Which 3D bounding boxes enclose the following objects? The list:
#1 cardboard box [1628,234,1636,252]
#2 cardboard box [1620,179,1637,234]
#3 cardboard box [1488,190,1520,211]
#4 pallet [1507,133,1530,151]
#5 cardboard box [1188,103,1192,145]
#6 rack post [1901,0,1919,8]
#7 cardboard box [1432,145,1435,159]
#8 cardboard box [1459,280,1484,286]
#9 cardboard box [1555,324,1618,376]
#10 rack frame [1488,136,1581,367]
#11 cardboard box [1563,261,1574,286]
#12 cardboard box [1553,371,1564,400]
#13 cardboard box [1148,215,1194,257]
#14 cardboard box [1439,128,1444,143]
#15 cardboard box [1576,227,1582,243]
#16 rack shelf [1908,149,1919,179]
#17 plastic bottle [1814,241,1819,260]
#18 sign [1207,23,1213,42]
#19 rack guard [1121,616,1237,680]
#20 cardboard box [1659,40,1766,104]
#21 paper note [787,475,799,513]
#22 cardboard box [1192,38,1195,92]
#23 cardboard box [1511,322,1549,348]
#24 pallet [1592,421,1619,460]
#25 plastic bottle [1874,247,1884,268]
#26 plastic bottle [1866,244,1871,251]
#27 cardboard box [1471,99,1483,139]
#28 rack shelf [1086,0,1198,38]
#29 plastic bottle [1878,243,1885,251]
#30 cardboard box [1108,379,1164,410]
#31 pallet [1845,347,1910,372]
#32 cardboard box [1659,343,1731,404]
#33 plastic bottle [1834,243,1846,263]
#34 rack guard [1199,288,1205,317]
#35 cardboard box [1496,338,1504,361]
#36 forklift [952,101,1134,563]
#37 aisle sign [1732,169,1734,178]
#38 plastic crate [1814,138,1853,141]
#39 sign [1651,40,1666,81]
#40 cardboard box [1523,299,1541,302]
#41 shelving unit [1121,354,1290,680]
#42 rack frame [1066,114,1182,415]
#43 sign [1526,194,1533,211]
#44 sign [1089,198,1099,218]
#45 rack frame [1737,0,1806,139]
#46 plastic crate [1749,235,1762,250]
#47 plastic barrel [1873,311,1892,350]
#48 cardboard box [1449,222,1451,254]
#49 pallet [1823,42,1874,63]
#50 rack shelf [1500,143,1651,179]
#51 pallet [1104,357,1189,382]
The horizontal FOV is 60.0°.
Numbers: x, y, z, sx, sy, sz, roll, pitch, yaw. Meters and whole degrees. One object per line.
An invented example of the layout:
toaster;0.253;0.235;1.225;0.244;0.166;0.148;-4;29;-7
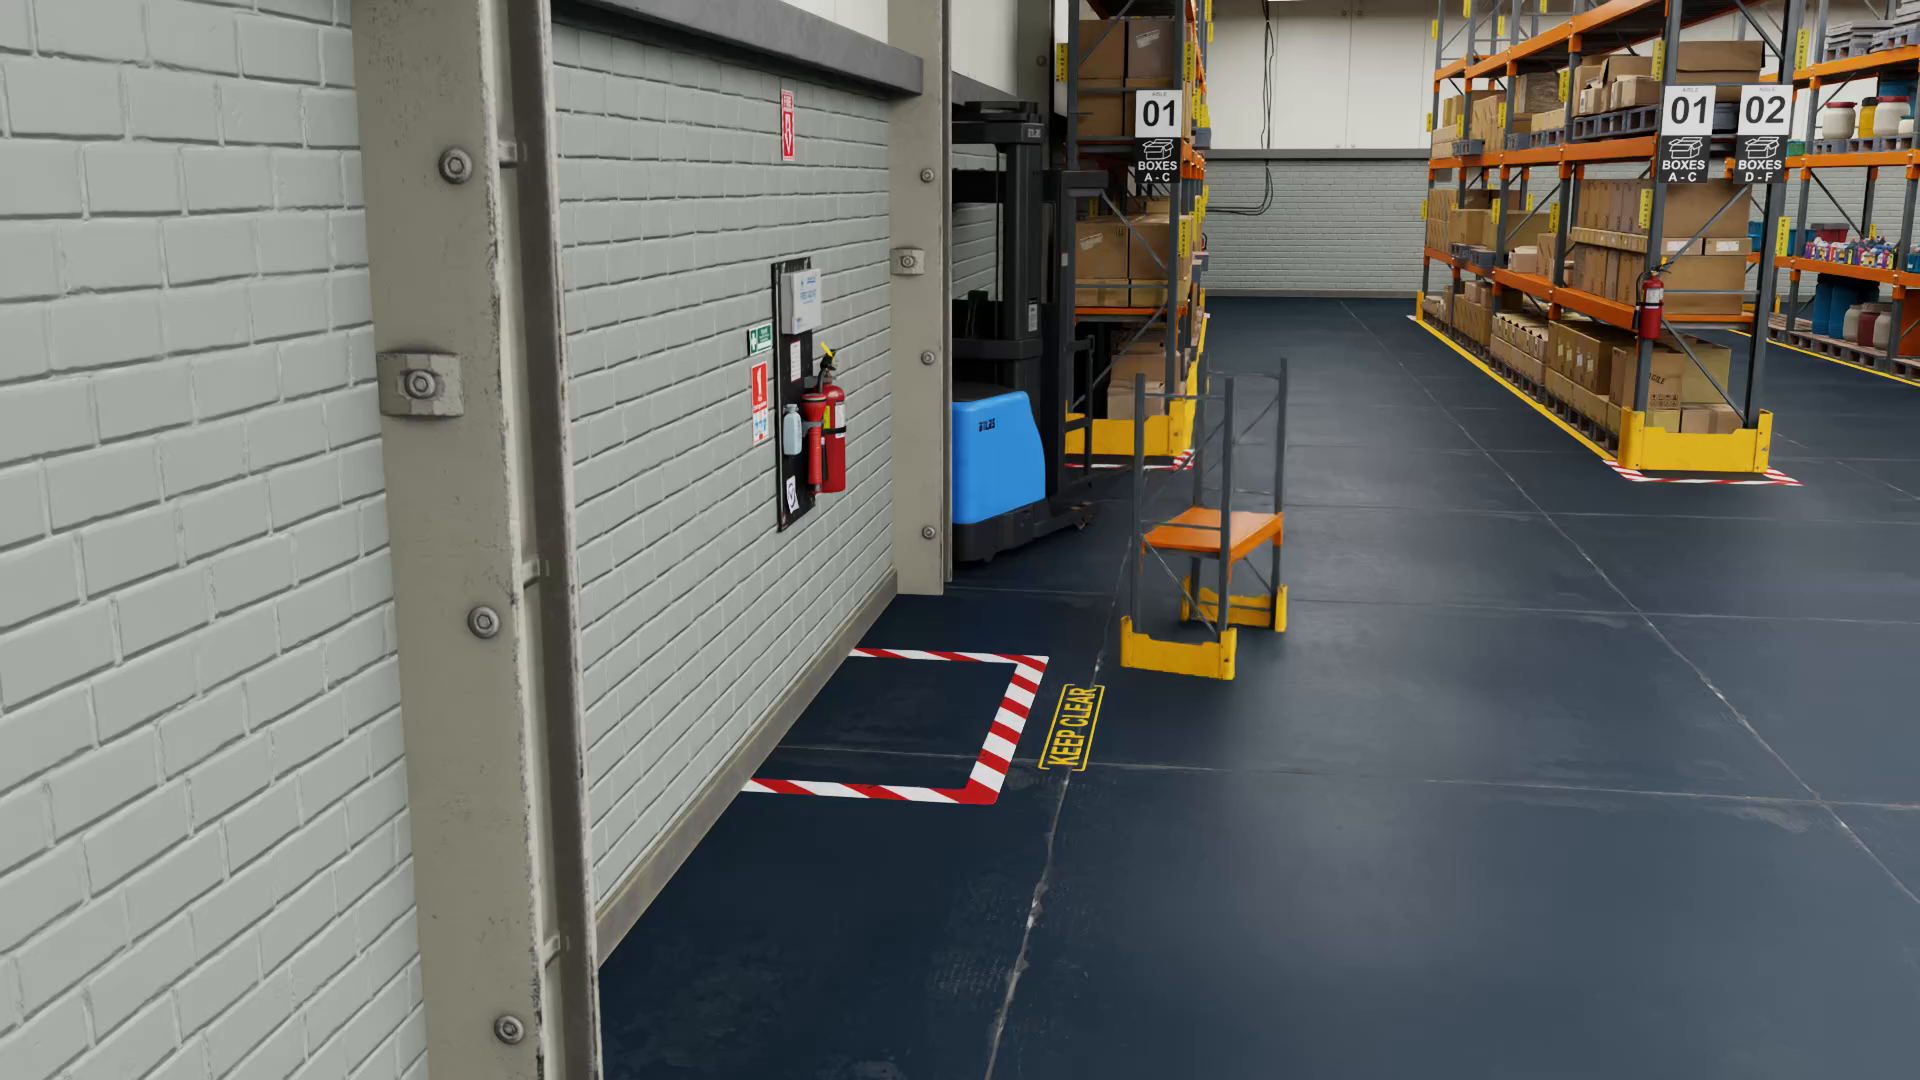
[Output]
cardboard box;6.323;-2.709;15.169;0.380;0.149;0.250;2;12;9
cardboard box;6.579;-3.103;15.456;0.700;0.500;0.500;2;12;9
cardboard box;8.530;-5.222;25.995;0.500;0.500;0.500;2;12;10
pallet;7.548;-4.993;20.869;1.213;0.211;1.003;2;12;11
cardboard box;2.220;-4.501;17.856;0.500;0.500;0.500;2;12;10
rack post;12.481;-6.952;21.167;0.624;0.289;0.986;2;12;9
cardboard box;8.464;-6.723;28.804;0.500;0.250;0.500;2;12;9
cardboard box;8.954;-4.300;29.217;0.500;0.500;0.500;2;12;9
cardboard box;6.499;-1.967;17.252;0.500;0.500;0.500;2;12;9
rack frame;7.564;-3.763;21.834;1.000;3.000;0.127;2;12;9
cardboard box;6.982;-2.961;18.469;0.500;0.250;0.500;3;12;12
cardboard box;6.496;-1.601;17.332;0.500;0.250;0.500;2;12;9
cardboard box;2.287;-3.285;18.143;0.500;0.500;0.500;2;12;9
cardboard box;8.304;-6.759;27.786;0.500;0.250;0.500;2;12;9
cardboard box;6.678;-3.194;17.419;0.380;0.149;0.250;2;12;9
rack shelf;12.151;-4.300;18.914;1.077;0.370;4.000;2;12;9
plastic bottle;12.560;-4.236;24.336;0.097;0.271;0.097;0;12;0
sign;4.433;-8.996;29.469;0.100;0.325;0.005;2;12;9
rack guard;1.098;0.543;8.382;0.587;0.250;0.087;6;13;25
cardboard box;6.426;-4.008;14.276;0.797;0.503;0.637;3;12;13
paper note;-0.744;-0.204;7.410;0.016;0.148;0.142;2;12;9
cardboard box;2.101;-4.767;16.716;0.500;0.500;0.500;1;12;7
cardboard box;6.962;-2.476;20.061;0.500;0.311;0.500;2;12;8
pallet;6.410;-0.895;15.146;1.003;0.211;1.213;2;12;9
plastic bottle;12.200;-3.749;22.074;0.097;0.271;0.097;0;12;0
plastic bottle;12.445;-3.914;22.814;0.061;0.283;0.133;2;12;9
cardboard box;8.029;-6.263;24.841;0.600;0.600;0.600;1;12;3
rack shelf;1.746;-5.253;16.224;1.077;0.370;4.000;2;12;9
plastic bottle;13.052;-4.070;23.565;0.097;0.271;0.097;0;12;0
cardboard box;1.722;-1.418;16.290;0.500;0.311;0.500;3;13;13
pallet;12.538;-2.404;22.148;1.003;0.211;1.213;2;12;9
cardboard box;6.711;-1.534;15.241;0.500;0.500;0.500;2;12;9
plastic bottle;12.448;-4.049;23.455;0.152;0.276;0.135;2;12;9
rack guard;3.903;-4.371;30.589;1.175;0.500;0.348;2;12;9
cardboard box;7.117;-2.420;21.132;0.500;0.250;0.500;2;12;7
forklift;0.357;-1.550;11.728;1.130;2.935;3.031;7;14;29
aisle sign;13.406;-6.563;28.654;0.394;0.787;0.004;2;12;9
plastic crate;13.535;-6.087;25.806;0.497;0.269;0.590;2;12;9
sign;5.800;-3.979;13.801;0.100;0.325;0.005;2;12;9
cardboard box;8.225;-3.270;24.435;0.500;0.500;0.500;2;12;9
shelving unit;1.311;-0.163;8.690;0.587;1.500;1.083;6;13;25
rack frame;1.439;-2.257;14.848;1.000;3.000;0.127;2;12;9
sign;8.728;-5.144;25.496;0.100;0.325;0.005;2;12;9
sign;1.505;-3.673;18.670;0.100;0.325;0.005;2;12;9
rack frame;13.689;-8.200;28.181;1.000;3.000;0.127;2;12;9
plastic crate;13.077;-4.837;27.074;0.416;0.233;0.300;2;12;9
plastic barrel;12.515;-2.814;22.338;0.421;0.512;0.421;0;12;0
cardboard box;8.003;-4.757;26.209;0.500;0.500;0.500;2;12;10
pallet;12.976;-6.906;23.576;1.003;0.211;1.213;2;12;9
rack shelf;7.257;-4.461;19.662;1.077;0.370;4.000;2;12;9
pallet;2.357;-2.144;20.940;1.003;0.211;1.213;2;12;9
